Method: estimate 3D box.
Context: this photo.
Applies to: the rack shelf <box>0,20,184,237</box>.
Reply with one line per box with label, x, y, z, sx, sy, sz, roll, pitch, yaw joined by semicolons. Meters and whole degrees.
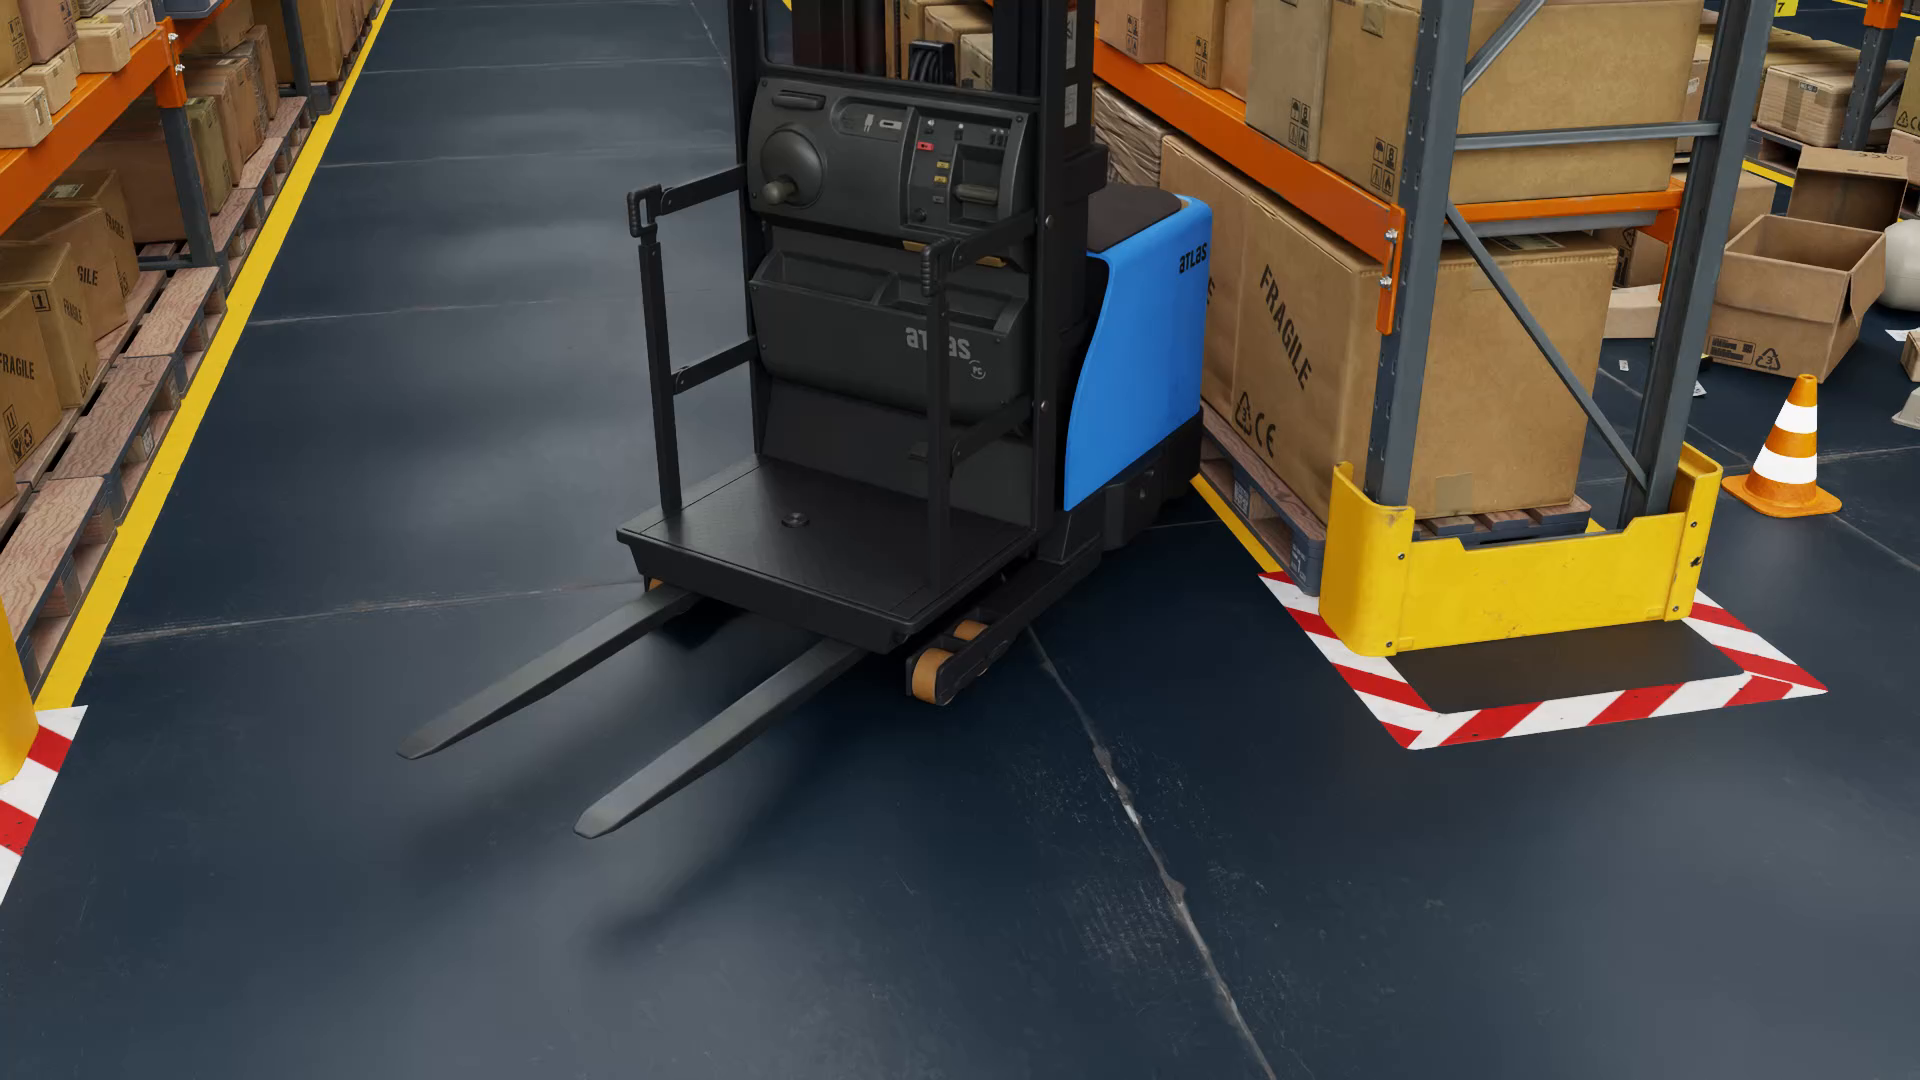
rack shelf;-3.577;-1.221;5.638;1.077;0.370;4.000;-6;27;-12

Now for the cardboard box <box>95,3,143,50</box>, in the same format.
cardboard box;-3.645;-2.132;6.924;0.380;0.149;0.250;-6;27;-12

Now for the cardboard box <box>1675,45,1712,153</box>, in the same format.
cardboard box;3.900;-2.454;9.217;0.500;0.500;0.500;-6;27;-12

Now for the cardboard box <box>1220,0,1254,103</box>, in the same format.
cardboard box;1.453;-1.846;5.912;0.875;0.550;0.550;-6;27;-12

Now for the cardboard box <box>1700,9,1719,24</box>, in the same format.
cardboard box;5.018;-3.624;12.052;0.950;0.372;0.625;-6;27;-13

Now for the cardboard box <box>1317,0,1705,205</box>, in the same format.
cardboard box;1.602;-1.348;4.926;0.875;0.550;0.550;-6;27;-12

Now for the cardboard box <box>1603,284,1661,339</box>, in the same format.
cardboard box;3.010;-1.091;7.617;0.396;0.266;0.258;-1;27;-3

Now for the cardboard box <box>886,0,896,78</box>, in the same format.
cardboard box;-0.024;-3.542;11.469;1.050;0.750;0.750;-6;27;-12

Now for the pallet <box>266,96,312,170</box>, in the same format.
pallet;-4.754;-2.588;10.642;1.003;0.211;1.213;-6;27;-12

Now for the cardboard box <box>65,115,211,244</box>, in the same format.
cardboard box;-4.145;-1.772;8.217;0.700;0.500;0.500;-8;28;-16

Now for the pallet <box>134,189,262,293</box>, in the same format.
pallet;-4.204;-1.516;8.520;1.003;0.211;1.213;-6;27;-12

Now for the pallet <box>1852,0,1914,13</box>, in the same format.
pallet;9.159;-5.309;16.034;1.003;0.211;1.213;-6;27;-12

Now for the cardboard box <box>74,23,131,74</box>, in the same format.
cardboard box;-3.483;-1.918;6.500;0.380;0.149;0.250;-6;27;-12

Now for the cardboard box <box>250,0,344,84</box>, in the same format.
cardboard box;-5.064;-3.720;11.683;1.225;0.875;0.875;-7;28;-14

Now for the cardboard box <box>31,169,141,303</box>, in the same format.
cardboard box;-3.976;-1.312;7.328;0.500;0.500;0.500;-7;28;-13

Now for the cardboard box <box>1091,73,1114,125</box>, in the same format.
cardboard box;0.901;-1.835;7.948;0.875;0.875;0.875;-6;27;-11

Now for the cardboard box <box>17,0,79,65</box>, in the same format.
cardboard box;-3.697;-1.961;5.865;0.875;0.500;0.500;-6;27;-12

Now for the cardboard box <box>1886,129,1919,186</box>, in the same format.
cardboard box;5.498;-2.100;9.166;0.500;0.250;0.500;-7;28;-14

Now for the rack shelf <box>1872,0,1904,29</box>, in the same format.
rack shelf;6.079;-2.227;7.631;1.077;0.370;4.000;-6;27;-12

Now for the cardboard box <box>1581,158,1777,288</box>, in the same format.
cardboard box;3.448;-1.540;8.092;0.797;0.637;0.503;-6;27;-12

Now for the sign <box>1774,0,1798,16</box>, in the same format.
sign;2.271;-1.599;4.539;0.100;0.325;0.005;-6;27;-12

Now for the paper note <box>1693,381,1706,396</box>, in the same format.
paper note;3.039;-0.639;6.985;0.144;0.017;0.142;3;27;6

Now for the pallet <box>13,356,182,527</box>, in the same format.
pallet;-3.563;-0.347;6.203;1.003;0.211;1.213;-6;27;-12

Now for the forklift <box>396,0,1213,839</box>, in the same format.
forklift;-0.334;-1.071;4.618;1.130;2.935;3.031;16;31;29

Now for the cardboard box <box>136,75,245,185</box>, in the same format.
cardboard box;-4.360;-2.229;9.123;0.700;0.500;0.500;-8;28;-16

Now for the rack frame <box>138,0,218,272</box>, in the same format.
rack frame;-4.027;-2.420;7.215;1.000;3.000;0.127;-6;27;-12

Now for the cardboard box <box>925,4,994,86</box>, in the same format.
cardboard box;0.387;-2.749;9.899;1.050;0.750;0.750;-6;27;-12

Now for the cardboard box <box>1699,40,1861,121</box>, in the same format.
cardboard box;5.342;-2.986;10.787;0.950;0.372;0.625;-4;27;-8

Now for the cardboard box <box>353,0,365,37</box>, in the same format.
cardboard box;-5.464;-4.500;13.228;1.225;0.875;0.875;-7;28;-13

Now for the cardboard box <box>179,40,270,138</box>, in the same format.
cardboard box;-4.621;-2.722;10.100;0.700;0.500;0.500;-8;28;-16

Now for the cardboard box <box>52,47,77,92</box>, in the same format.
cardboard box;-3.459;-1.689;6.047;0.380;0.149;0.250;-6;27;-12

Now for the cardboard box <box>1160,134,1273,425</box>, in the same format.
cardboard box;1.312;-1.039;6.371;0.875;0.875;0.875;-6;27;-12

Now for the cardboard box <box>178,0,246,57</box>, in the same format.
cardboard box;-4.619;-3.068;9.953;0.500;0.250;0.500;-3;27;-6

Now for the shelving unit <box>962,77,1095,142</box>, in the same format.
shelving unit;0.062;-1.256;6.991;0.538;1.125;1.048;-13;30;-24

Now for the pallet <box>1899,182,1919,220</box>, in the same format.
pallet;5.814;-1.890;9.260;1.003;0.211;1.213;-6;27;-12

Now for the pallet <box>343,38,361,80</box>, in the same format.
pallet;-5.304;-3.819;13.082;1.003;0.211;1.213;-6;27;-12

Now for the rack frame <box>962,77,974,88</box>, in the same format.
rack frame;-0.169;-1.460;7.395;0.500;1.125;0.032;-13;30;-24

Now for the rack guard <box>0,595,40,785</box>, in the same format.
rack guard;-3.143;0.419;4.365;1.175;0.500;0.348;-6;27;-12

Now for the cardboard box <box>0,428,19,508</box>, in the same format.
cardboard box;-3.418;-0.270;5.264;0.500;0.500;0.500;1;27;2

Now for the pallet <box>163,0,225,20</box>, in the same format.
pallet;-4.058;-2.684;7.952;1.003;0.211;1.213;-6;27;-12

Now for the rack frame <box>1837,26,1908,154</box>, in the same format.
rack frame;5.628;-3.426;9.209;1.000;3.000;0.127;-6;27;-12

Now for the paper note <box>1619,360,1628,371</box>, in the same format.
paper note;2.893;-0.761;7.247;0.032;0.001;0.123;8;28;15

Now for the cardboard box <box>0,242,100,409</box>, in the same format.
cardboard box;-3.623;-0.796;6.307;0.500;0.500;0.500;-8;28;-16

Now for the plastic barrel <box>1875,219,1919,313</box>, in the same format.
plastic barrel;4.589;-1.273;7.802;0.512;0.421;0.421;13;30;24

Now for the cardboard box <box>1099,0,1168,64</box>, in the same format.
cardboard box;1.076;-2.297;6.806;0.875;0.550;0.550;-6;27;-12

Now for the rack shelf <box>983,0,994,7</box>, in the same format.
rack shelf;0.377;-3.436;10.027;1.077;0.370;4.000;-6;27;-12

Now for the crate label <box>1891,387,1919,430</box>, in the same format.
crate label;3.933;-0.527;6.641;0.250;0.136;0.298;-23;35;-38

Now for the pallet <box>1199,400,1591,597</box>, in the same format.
pallet;1.473;-0.221;5.954;1.003;0.211;1.213;-6;27;-12

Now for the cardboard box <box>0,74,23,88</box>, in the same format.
cardboard box;-3.387;-1.465;5.603;0.380;0.149;0.250;-6;27;-12

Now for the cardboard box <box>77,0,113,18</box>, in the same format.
cardboard box;-3.986;-2.393;6.722;0.875;0.500;0.500;-6;27;-12
